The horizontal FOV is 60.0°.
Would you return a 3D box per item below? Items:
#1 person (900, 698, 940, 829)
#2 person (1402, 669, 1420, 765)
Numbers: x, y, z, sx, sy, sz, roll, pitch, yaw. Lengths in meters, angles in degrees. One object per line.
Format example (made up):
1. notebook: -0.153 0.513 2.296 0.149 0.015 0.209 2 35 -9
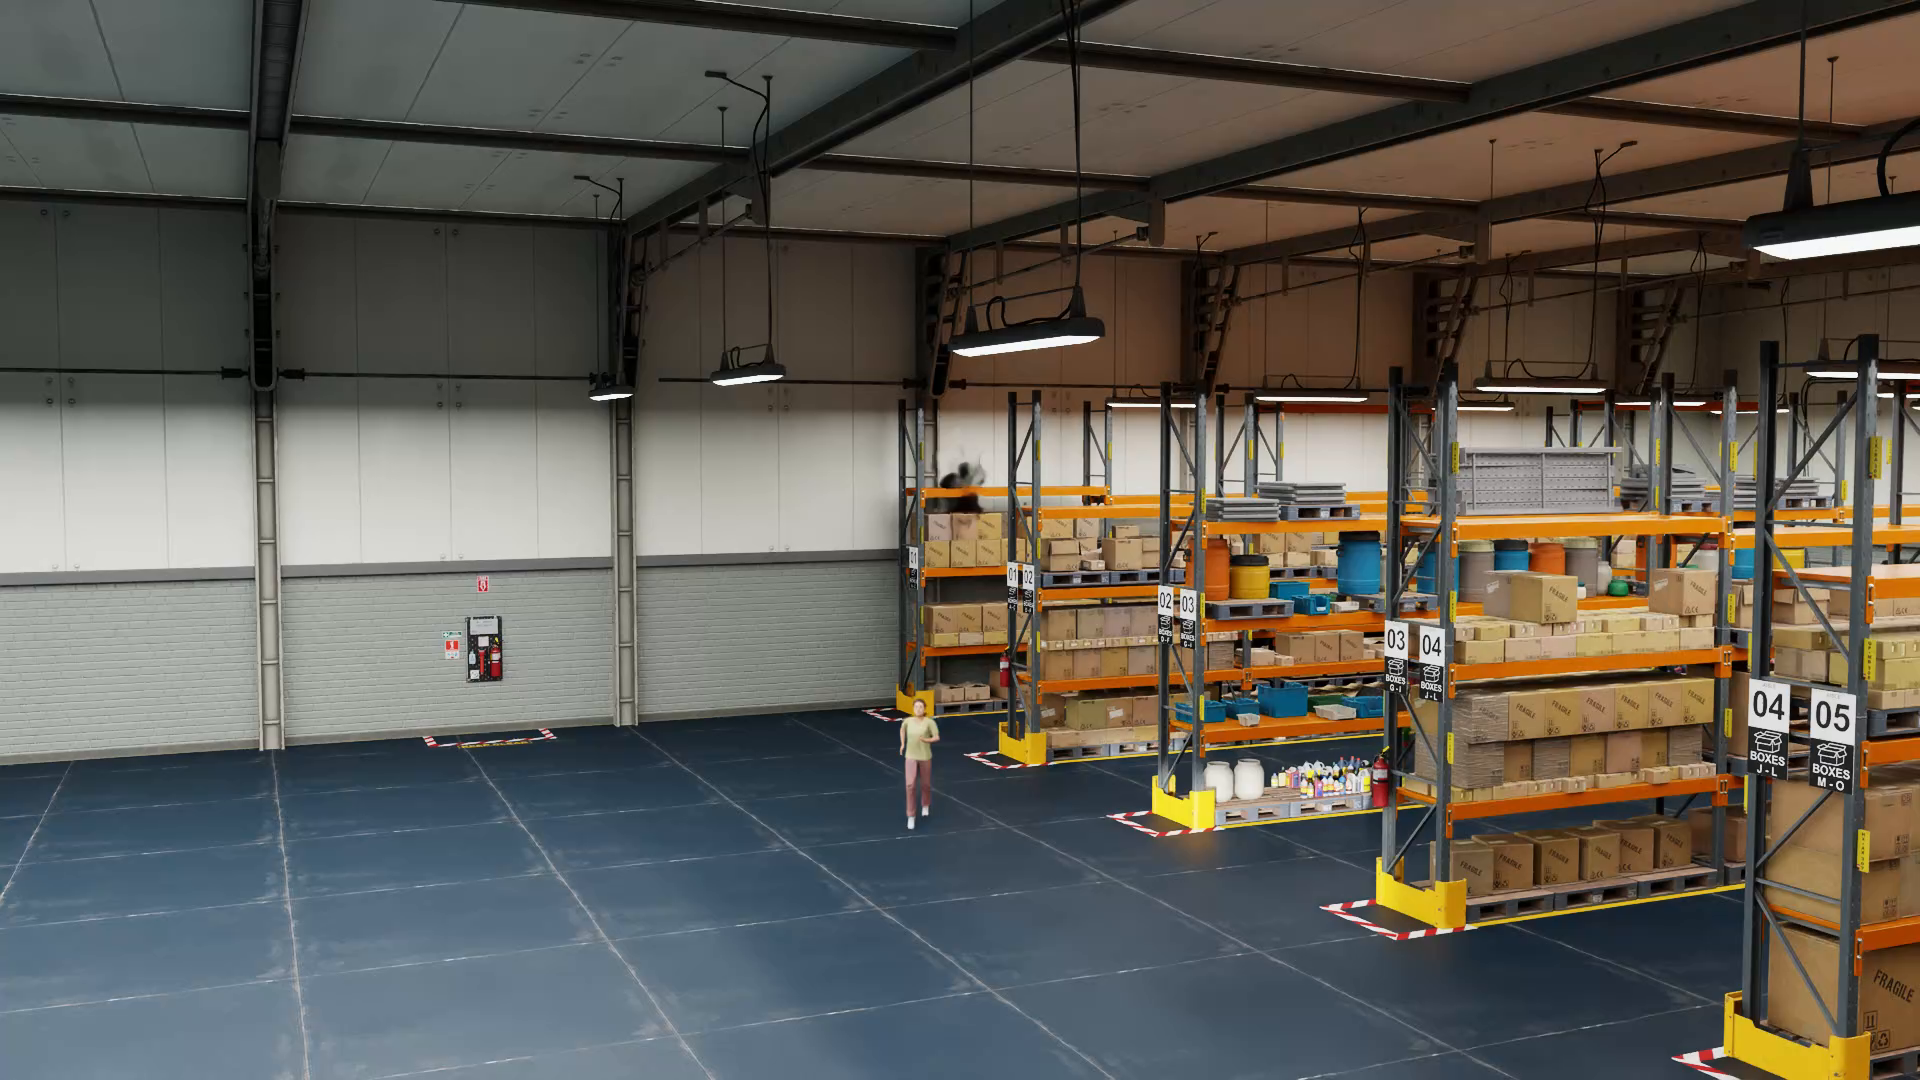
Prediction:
1. person: -0.550 2.989 22.551 0.561 1.698 0.878 0 3 4
2. person: 7.226 2.689 26.396 0.887 1.795 0.667 -2 4 -32
